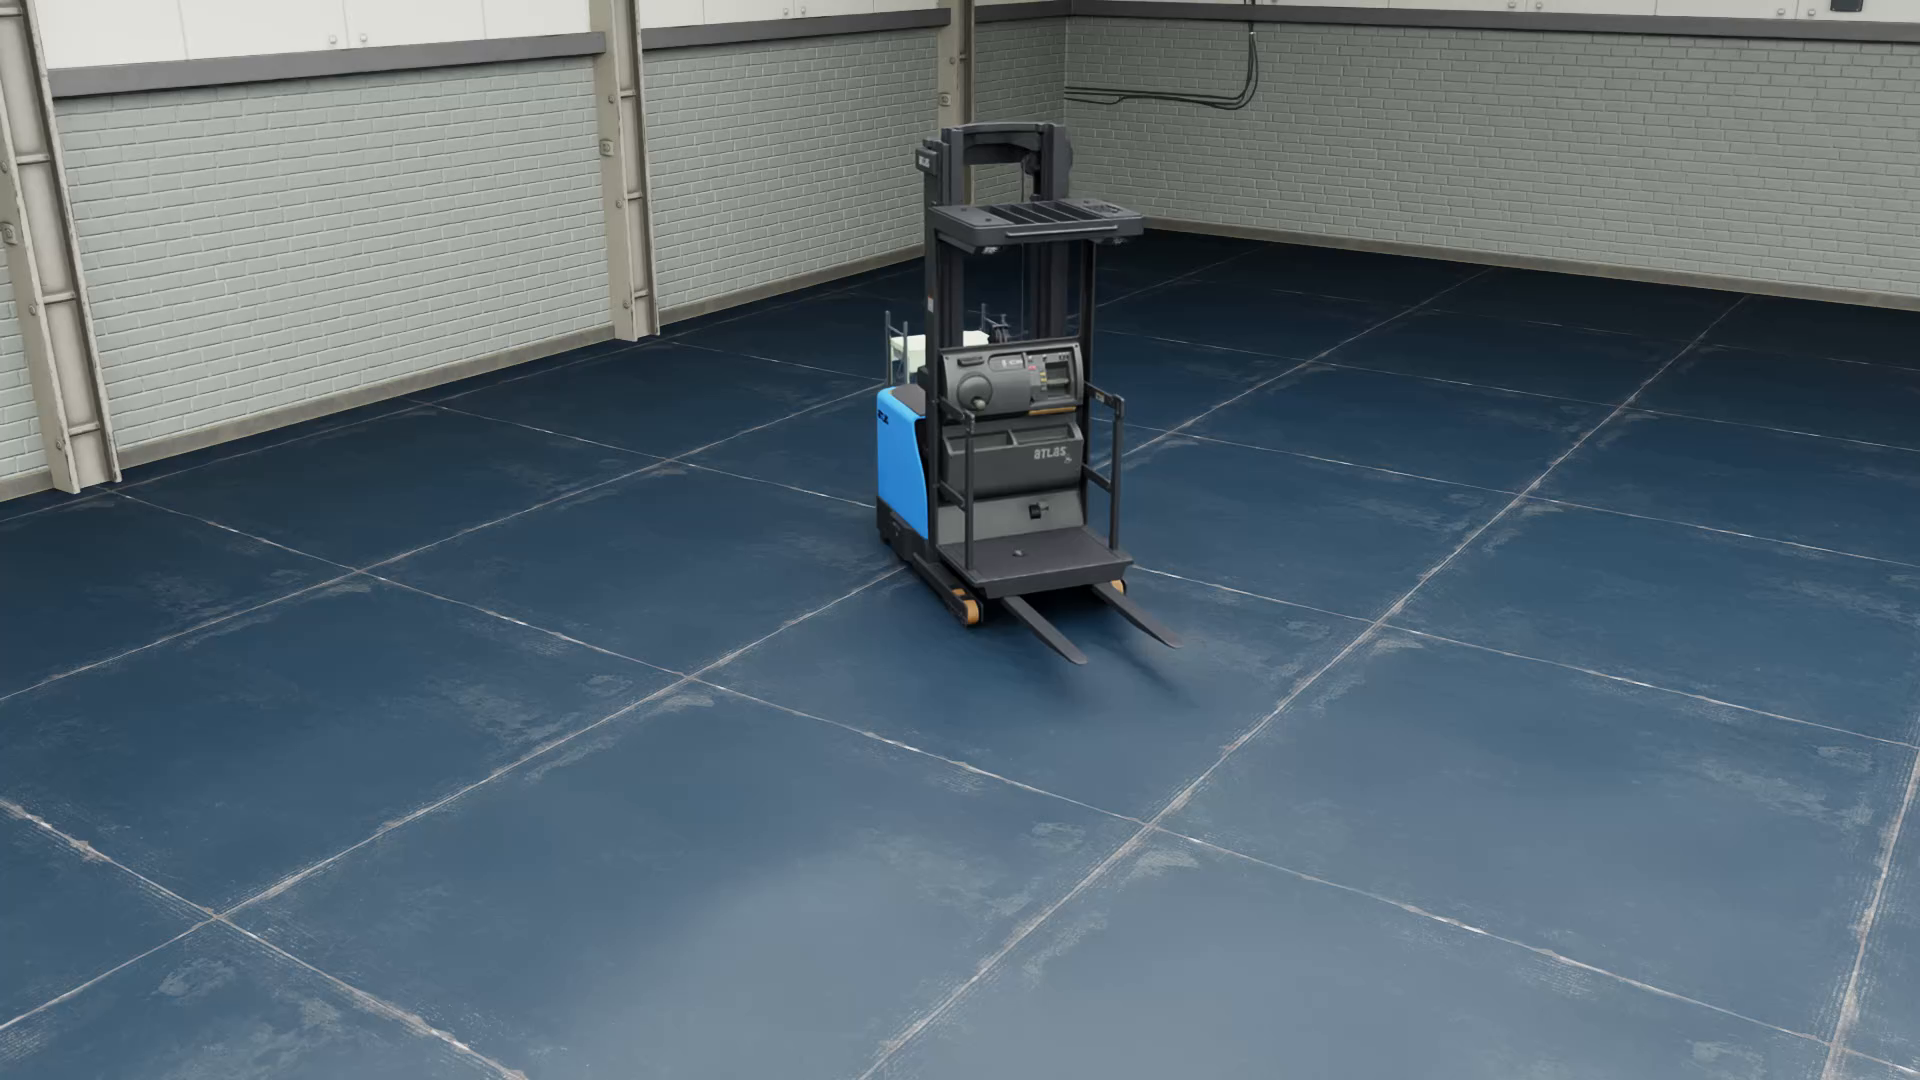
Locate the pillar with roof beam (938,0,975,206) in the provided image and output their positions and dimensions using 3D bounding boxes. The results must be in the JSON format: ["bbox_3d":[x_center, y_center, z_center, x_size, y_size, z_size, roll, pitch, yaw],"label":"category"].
[{"bbox_3d":[0.782,-1.637,3.148,22.890,9.050,30.400,13,24,32],"label":"pillar with roof beam"}]

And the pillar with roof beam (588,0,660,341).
[{"bbox_3d":[0.139,-5.541,13.773,9.100,9.000,0.400,13,24,32],"label":"pillar with roof beam"}]

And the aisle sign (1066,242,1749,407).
[{"bbox_3d":[5.174,-2.650,18.928,6.000,0.001,6.000,13,24,32],"label":"aisle sign"}]

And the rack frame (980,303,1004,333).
[{"bbox_3d":[0.230,-0.962,12.205,0.023,1.500,0.400,-8,22,-21],"label":"rack frame"}]

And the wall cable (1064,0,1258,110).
[{"bbox_3d":[2.701,-7.233,22.823,3.097,2.526,0.112,13,24,32],"label":"wall cable"}]

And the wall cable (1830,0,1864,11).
[{"bbox_3d":[10.544,-8.428,16.677,2.305,6.003,0.169,13,24,32],"label":"wall cable"}]

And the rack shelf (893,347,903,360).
[{"bbox_3d":[-0.109,-1.348,11.916,0.664,0.071,0.332,-8,22,-21],"label":"rack shelf"}]

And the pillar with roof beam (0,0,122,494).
[{"bbox_3d":[-3.234,-3.819,9.119,9.100,9.000,0.400,13,24,32],"label":"pillar with roof beam"}]

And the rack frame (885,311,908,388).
[{"bbox_3d":[-0.448,-0.867,11.948,0.023,1.500,0.400,-8,22,-21],"label":"rack frame"}]
